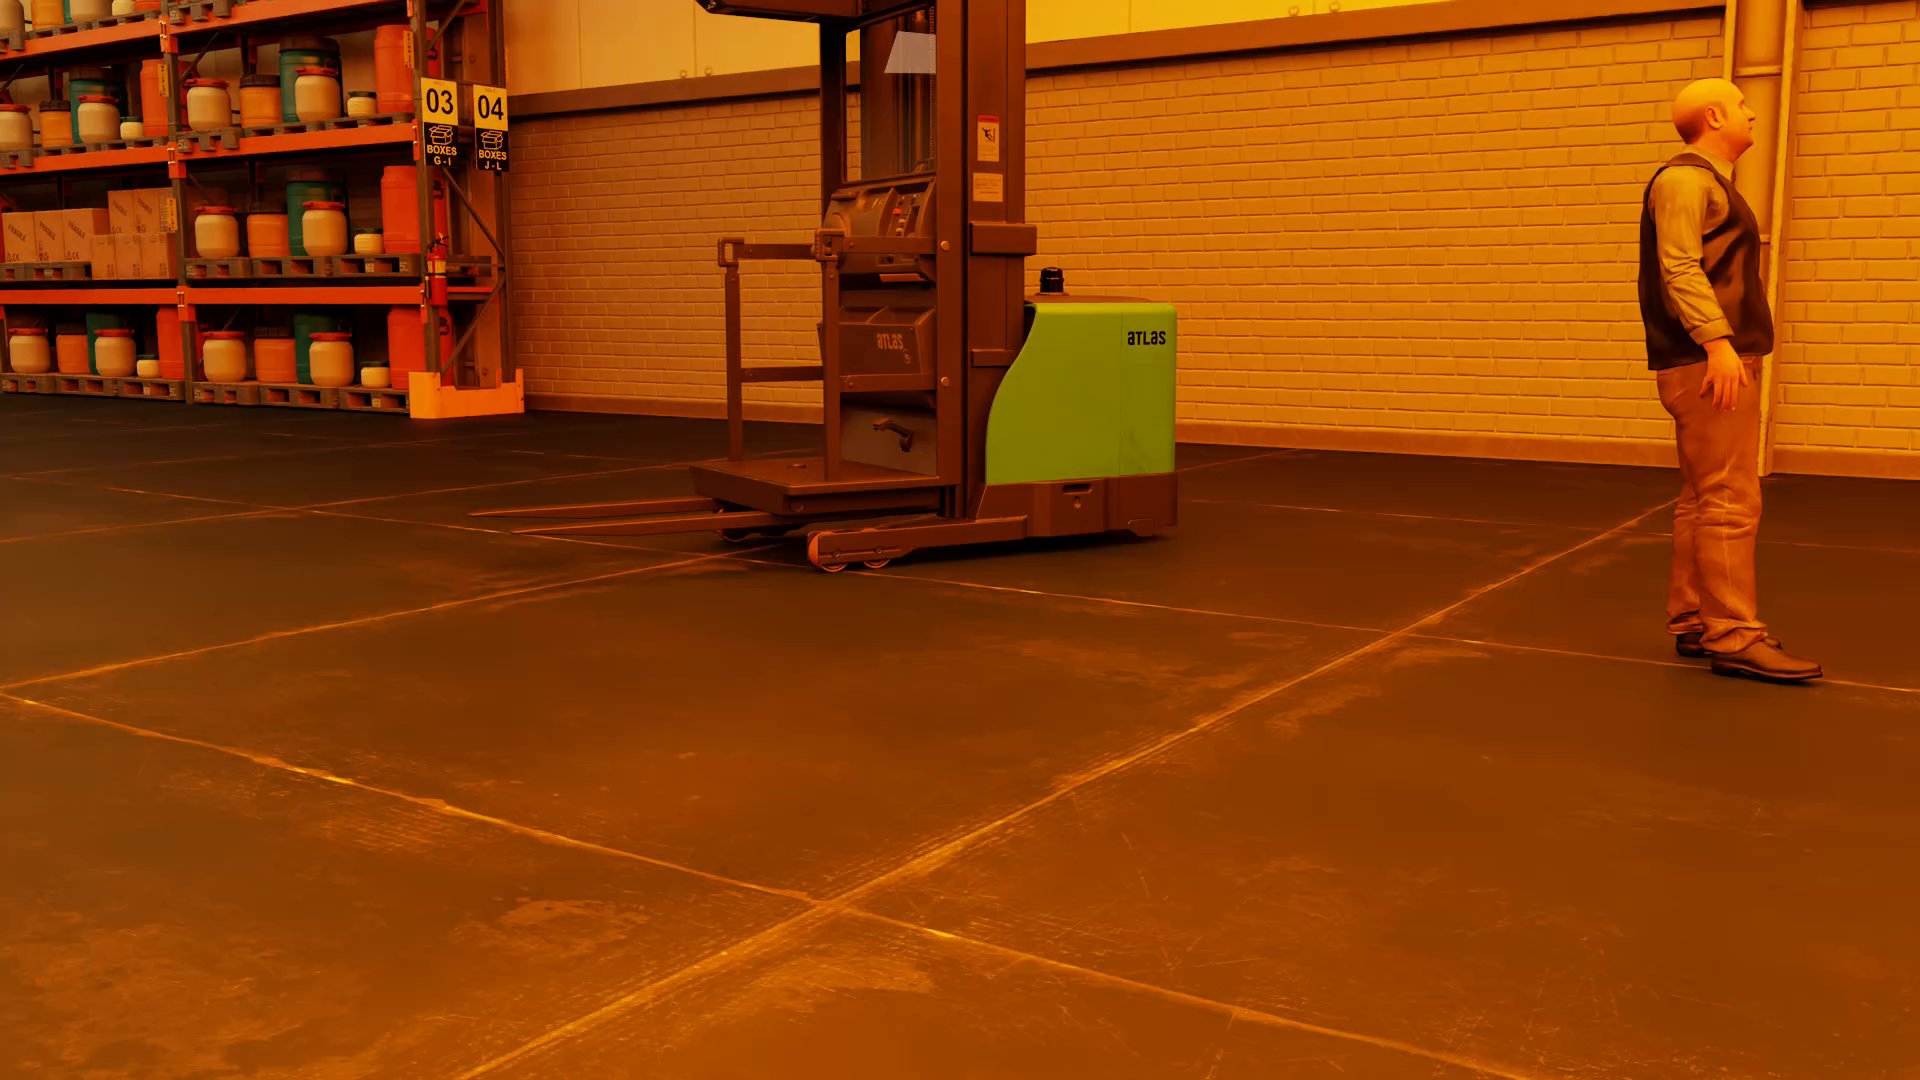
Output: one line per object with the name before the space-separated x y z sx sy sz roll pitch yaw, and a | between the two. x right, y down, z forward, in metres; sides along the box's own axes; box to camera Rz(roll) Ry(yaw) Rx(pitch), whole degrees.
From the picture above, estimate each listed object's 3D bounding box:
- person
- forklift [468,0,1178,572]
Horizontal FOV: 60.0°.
person | 2.305 -0.499 4.942 0.569 1.720 0.632 4 9 27
forklift | -0.537 -1.406 7.083 3.031 2.935 1.130 -5 9 -30
